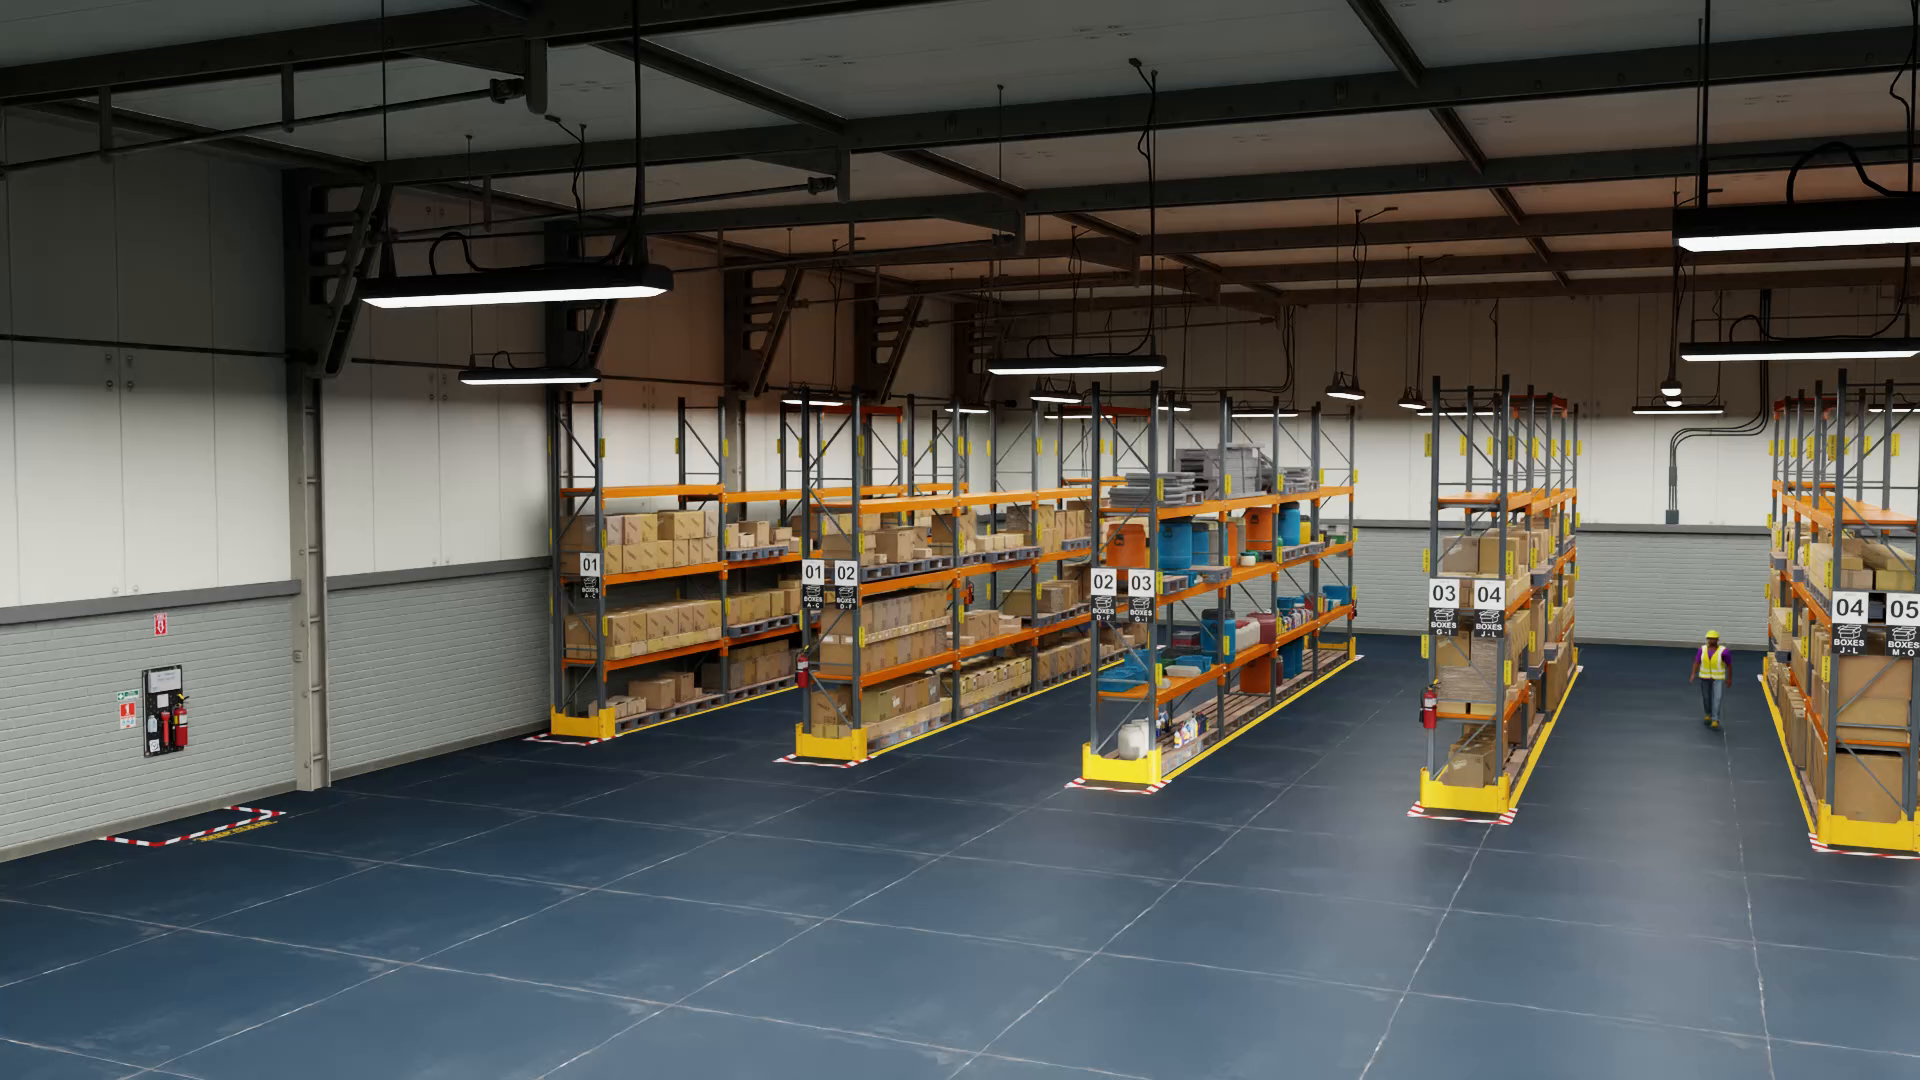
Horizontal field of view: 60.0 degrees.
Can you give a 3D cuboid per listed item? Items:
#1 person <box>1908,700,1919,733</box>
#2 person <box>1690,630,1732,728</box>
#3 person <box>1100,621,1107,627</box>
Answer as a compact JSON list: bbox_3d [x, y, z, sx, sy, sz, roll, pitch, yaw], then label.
[{"bbox_3d":[16.737,2.510,29.196,0.566,1.772,0.537,1,3,23],"label":"person"},{"bbox_3d":[13.506,2.476,29.896,0.684,1.703,1.077,2,4,26],"label":"person"},{"bbox_3d":[3.610,1.812,42.868,0.622,1.652,0.536,0,3,0],"label":"person"}]
